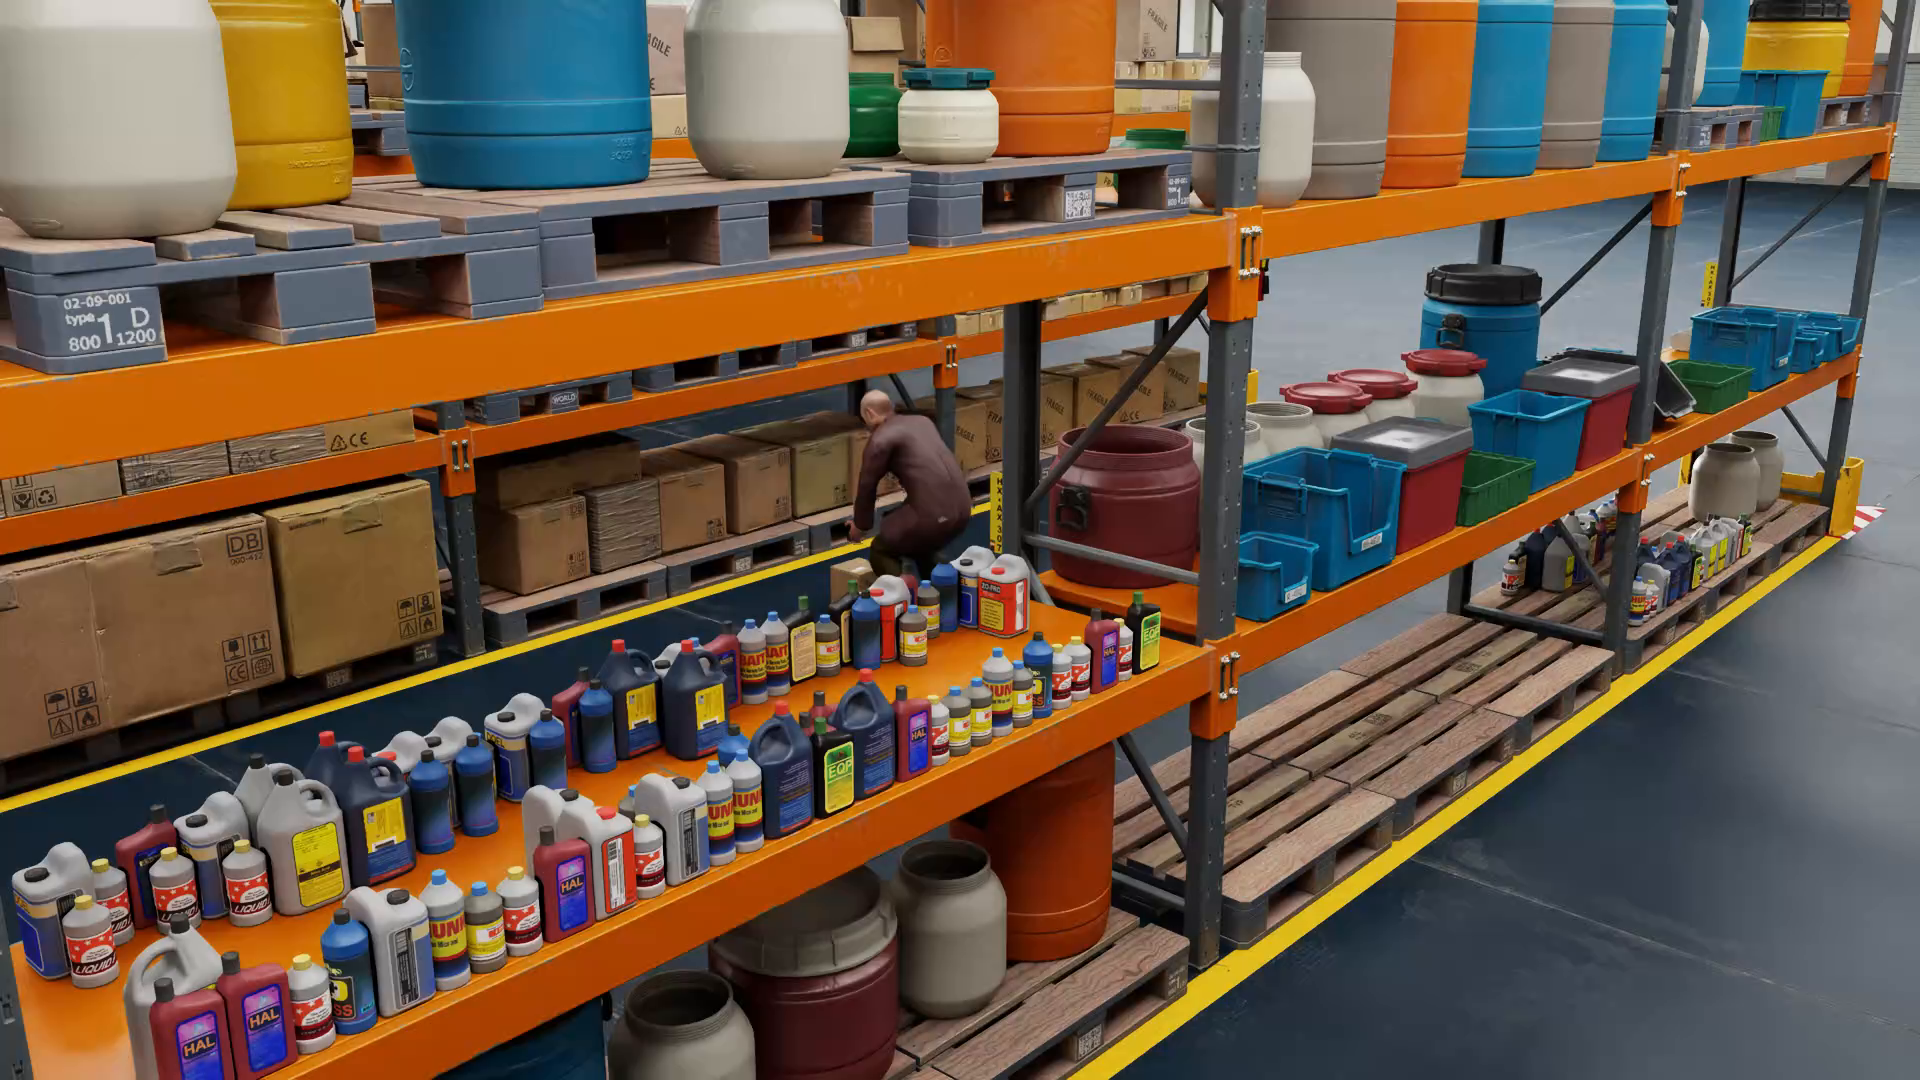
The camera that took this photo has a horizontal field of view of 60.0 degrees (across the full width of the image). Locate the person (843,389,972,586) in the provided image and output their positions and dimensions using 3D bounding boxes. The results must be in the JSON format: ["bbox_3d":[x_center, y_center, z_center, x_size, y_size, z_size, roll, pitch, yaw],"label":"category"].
[{"bbox_3d":[-0.290,-0.168,9.806,0.737,1.393,0.633,14,22,40],"label":"person"}]
